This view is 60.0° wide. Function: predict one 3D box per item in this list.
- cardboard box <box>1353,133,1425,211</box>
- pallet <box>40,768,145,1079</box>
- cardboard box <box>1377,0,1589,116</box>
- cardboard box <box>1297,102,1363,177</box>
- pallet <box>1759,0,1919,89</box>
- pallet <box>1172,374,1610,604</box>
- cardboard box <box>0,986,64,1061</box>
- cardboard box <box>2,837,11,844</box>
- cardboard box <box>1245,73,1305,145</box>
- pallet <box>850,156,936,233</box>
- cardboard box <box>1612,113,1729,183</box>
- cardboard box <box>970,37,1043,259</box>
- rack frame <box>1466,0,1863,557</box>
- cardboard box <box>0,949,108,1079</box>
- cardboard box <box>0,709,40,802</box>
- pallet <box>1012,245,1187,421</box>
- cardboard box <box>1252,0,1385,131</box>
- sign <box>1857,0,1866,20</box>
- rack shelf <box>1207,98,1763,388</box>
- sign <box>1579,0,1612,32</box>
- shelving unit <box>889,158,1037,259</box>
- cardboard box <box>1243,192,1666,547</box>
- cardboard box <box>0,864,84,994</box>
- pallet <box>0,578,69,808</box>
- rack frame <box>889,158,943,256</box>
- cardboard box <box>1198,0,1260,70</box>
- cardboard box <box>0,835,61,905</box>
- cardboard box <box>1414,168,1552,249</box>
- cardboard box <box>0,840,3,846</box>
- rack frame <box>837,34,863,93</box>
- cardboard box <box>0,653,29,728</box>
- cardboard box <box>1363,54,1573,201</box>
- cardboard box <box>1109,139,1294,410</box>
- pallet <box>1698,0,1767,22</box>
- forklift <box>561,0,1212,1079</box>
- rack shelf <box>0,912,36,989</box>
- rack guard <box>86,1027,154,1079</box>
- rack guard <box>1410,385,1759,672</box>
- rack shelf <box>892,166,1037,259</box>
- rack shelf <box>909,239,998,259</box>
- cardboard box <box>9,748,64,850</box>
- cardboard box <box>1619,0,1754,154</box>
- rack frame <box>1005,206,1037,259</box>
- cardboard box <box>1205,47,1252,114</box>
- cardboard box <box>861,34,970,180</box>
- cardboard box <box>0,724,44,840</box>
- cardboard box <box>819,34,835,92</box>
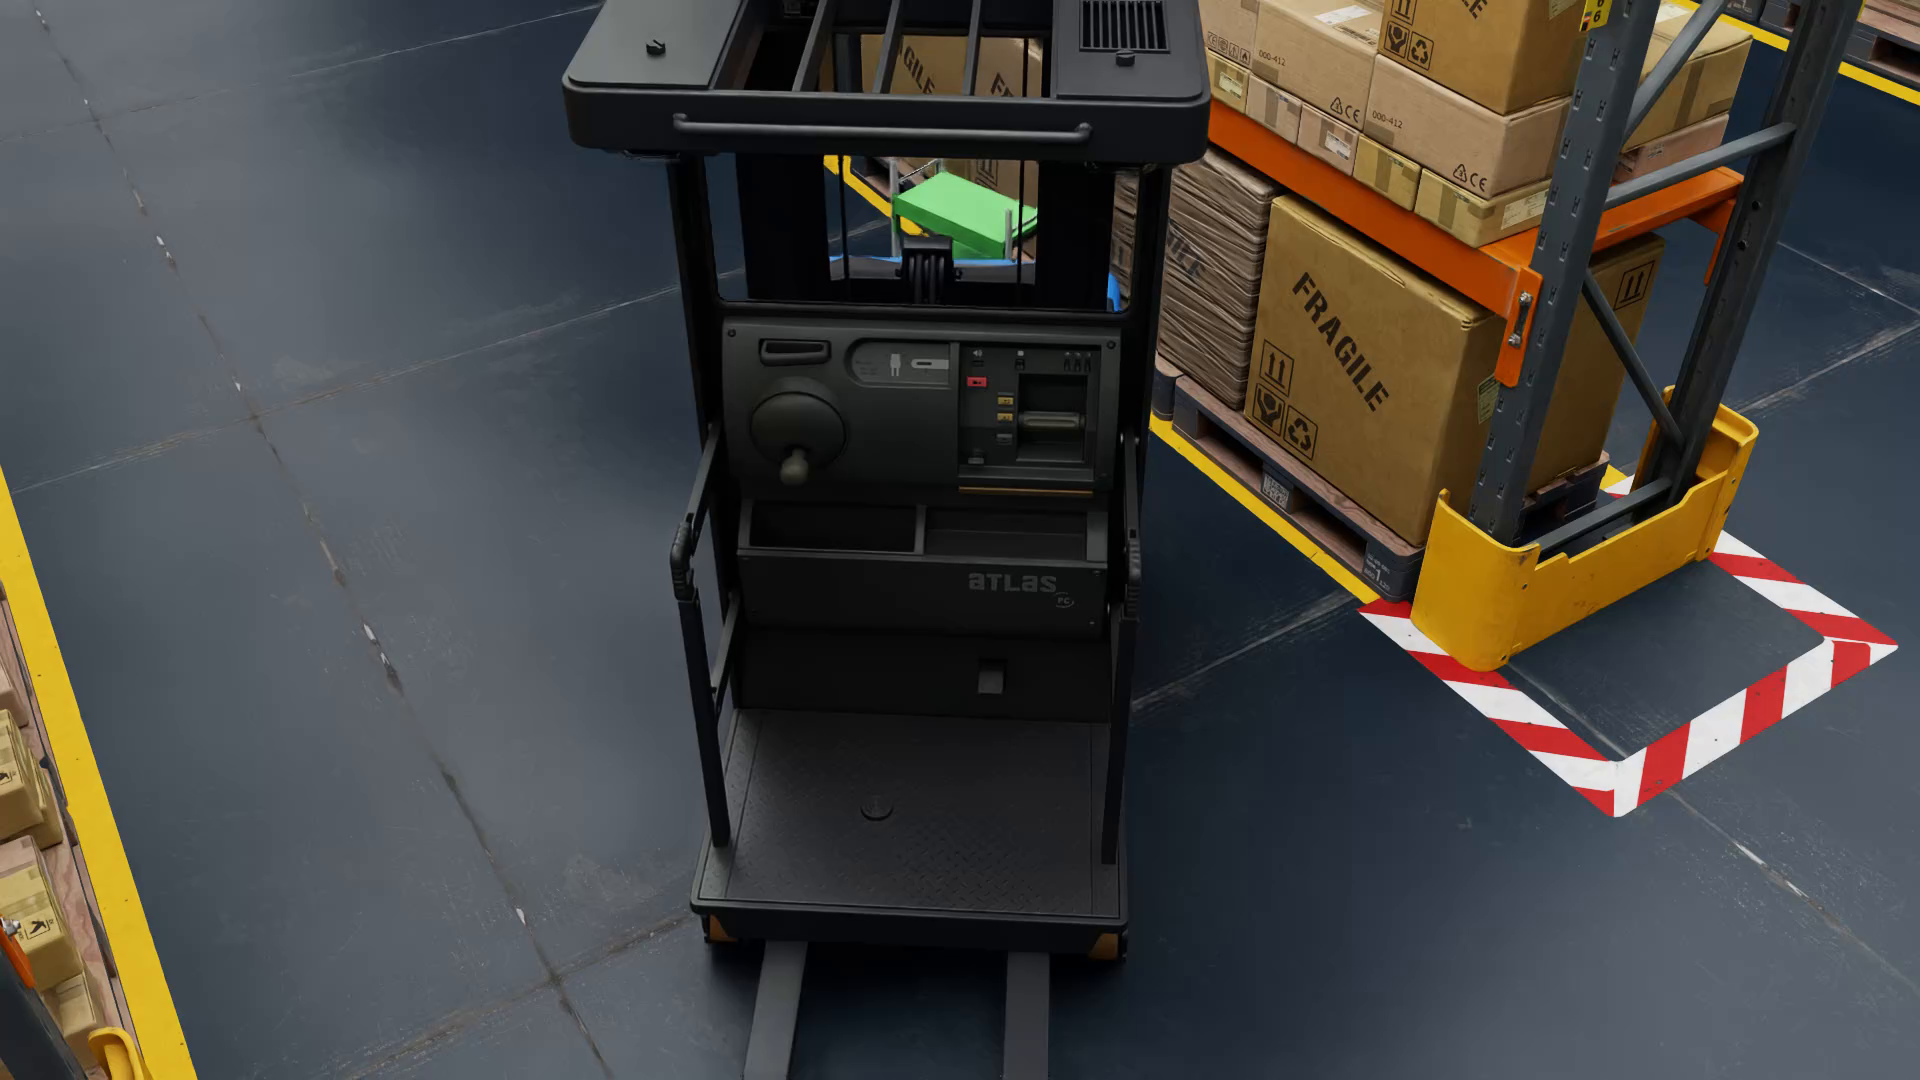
[{"bbox_3d":[1.409,-1.147,4.980,0.380,0.149,0.250,-22,44,-24],"label":"cardboard box"},{"bbox_3d":[-2.665,1.207,4.136,1.003,0.211,1.213,-22,45,-24],"label":"pallet"},{"bbox_3d":[1.536,-1.542,4.557,0.500,0.500,0.500,-22,44,-24],"label":"cardboard box"},{"bbox_3d":[1.275,-1.284,5.144,0.380,0.149,0.250,-22,45,-24],"label":"cardboard box"},{"bbox_3d":[5.133,-2.775,8.915,1.003,0.211,1.213,-22,45,-24],"label":"pallet"},{"bbox_3d":[1.524,-0.358,6.015,1.003,0.211,1.213,-22,45,-24],"label":"pallet"},{"bbox_3d":[-2.282,1.076,3.782,0.380,0.149,0.250,-20,44,-23],"label":"cardboard box"},{"bbox_3d":[-2.578,0.924,4.197,0.380,0.149,0.250,-22,44,-24],"label":"cardboard box"},{"bbox_3d":[1.141,-1.419,5.306,0.380,0.149,0.250,-21,44,-24],"label":"cardboard box"},{"bbox_3d":[0.212,-1.675,7.596,1.003,0.211,1.213,-22,45,-24],"label":"pallet"},{"bbox_3d":[2.107,-1.234,5.084,0.380,0.149,0.250,-22,44,-24],"label":"cardboard box"},{"bbox_3d":[0.640,-1.660,6.730,0.875,0.875,0.875,-22,45,-24],"label":"cardboard box"},{"bbox_3d":[2.020,-1.025,4.637,1.000,3.000,0.127,-22,45,-24],"label":"rack frame"},{"bbox_3d":[-2.228,1.169,3.903,0.380,0.149,0.250,-21,44,-24],"label":"cardboard box"},{"bbox_3d":[-2.634,0.631,4.316,0.380,0.149,0.250,-21,44,-23],"label":"cardboard box"},{"bbox_3d":[0.872,-1.016,6.805,1.003,0.211,1.213,-22,45,-24],"label":"pallet"},{"bbox_3d":[1.263,-1.526,5.123,0.500,0.250,0.500,-23,45,-25],"label":"cardboard box"},{"bbox_3d":[2.491,-1.576,4.560,0.100,0.325,0.005,-22,45,-24],"label":"sign"},{"bbox_3d":[0.944,-1.828,6.163,1.077,0.370,4.000,-22,45,-24],"label":"rack shelf"},{"bbox_3d":[1.555,-1.382,3.975,0.100,0.325,0.005,-22,45,-24],"label":"sign"},{"bbox_3d":[0.041,-0.712,5.667,0.503,1.200,0.258,29,48,31],"label":"shelving unit"},{"bbox_3d":[1.608,-0.688,5.564,0.875,0.875,0.875,-22,45,-24],"label":"cardboard box"},{"bbox_3d":[-2.212,0.933,3.721,0.380,0.149,0.250,-24,46,-26],"label":"cardboard box"},{"bbox_3d":[-3.316,0.549,4.926,1.003,0.211,1.213,-22,45,-24],"label":"pallet"},{"bbox_3d":[-0.142,-0.815,5.791,0.015,1.200,0.240,29,48,31],"label":"rack frame"},{"bbox_3d":[0.989,-1.801,5.452,0.500,0.250,0.500,-24,45,-26],"label":"cardboard box"},{"bbox_3d":[-2.382,0.909,3.983,0.380,0.149,0.250,-22,45,-25],"label":"cardboard box"},{"bbox_3d":[1.551,-1.007,4.812,0.380,0.149,0.250,-21,44,-24],"label":"cardboard box"},{"bbox_3d":[-2.588,0.807,4.105,0.380,0.149,0.250,-22,44,-24],"label":"cardboard box"},{"bbox_3d":[-0.131,-3.184,7.228,1.000,3.000,0.127,-22,45,-24],"label":"rack frame"},{"bbox_3d":[-2.901,0.479,4.731,0.380,0.149,0.250,-24,46,-26],"label":"cardboard box"},{"bbox_3d":[1.535,-1.252,4.794,0.500,0.250,0.500,-23,45,-25],"label":"cardboard box"},{"bbox_3d":[1.119,-1.179,6.154,0.875,0.875,0.875,-22,45,-24],"label":"cardboard box"},{"bbox_3d":[4.473,-3.434,9.706,1.003,0.211,1.213,-22,45,-24],"label":"pallet"},{"bbox_3d":[-0.103,-0.234,3.741,1.130,2.935,3.031,2,40,3],"label":"forklift"},{"bbox_3d":[-3.292,-0.175,4.179,1.077,0.370,4.000,-22,45,-24],"label":"rack shelf"},{"bbox_3d":[-2.257,1.547,3.503,1.175,0.500,0.348,-22,45,-24],"label":"rack guard"},{"bbox_3d":[2.033,-0.052,5.422,1.175,0.500,0.348,-22,45,-24],"label":"rack guard"},{"bbox_3d":[0.041,-1.031,5.400,0.480,0.148,0.258,29,48,31],"label":"rack shelf"},{"bbox_3d":[0.041,-0.847,5.554,0.480,0.148,0.258,29,48,31],"label":"rack shelf"},{"bbox_3d":[-2.623,0.748,4.408,0.380,0.149,0.250,-22,44,-24],"label":"cardboard box"},{"bbox_3d":[1.989,-1.434,5.012,0.500,0.250,0.500,-23,45,-25],"label":"cardboard box"},{"bbox_3d":[0.224,-0.608,5.543,0.015,1.200,0.240,29,48,31],"label":"rack frame"},{"bbox_3d":[1.000,-1.558,5.473,0.380,0.149,0.250,-23,45,-25],"label":"cardboard box"},{"bbox_3d":[0.156,-2.145,7.313,0.875,0.875,0.875,-22,45,-24],"label":"cardboard box"},{"bbox_3d":[-2.489,0.646,4.066,0.380,0.149,0.250,-22,45,-25],"label":"cardboard box"},{"bbox_3d":[-0.492,-2.868,8.180,1.225,0.875,0.875,-22,45,-24],"label":"cardboard box"}]
